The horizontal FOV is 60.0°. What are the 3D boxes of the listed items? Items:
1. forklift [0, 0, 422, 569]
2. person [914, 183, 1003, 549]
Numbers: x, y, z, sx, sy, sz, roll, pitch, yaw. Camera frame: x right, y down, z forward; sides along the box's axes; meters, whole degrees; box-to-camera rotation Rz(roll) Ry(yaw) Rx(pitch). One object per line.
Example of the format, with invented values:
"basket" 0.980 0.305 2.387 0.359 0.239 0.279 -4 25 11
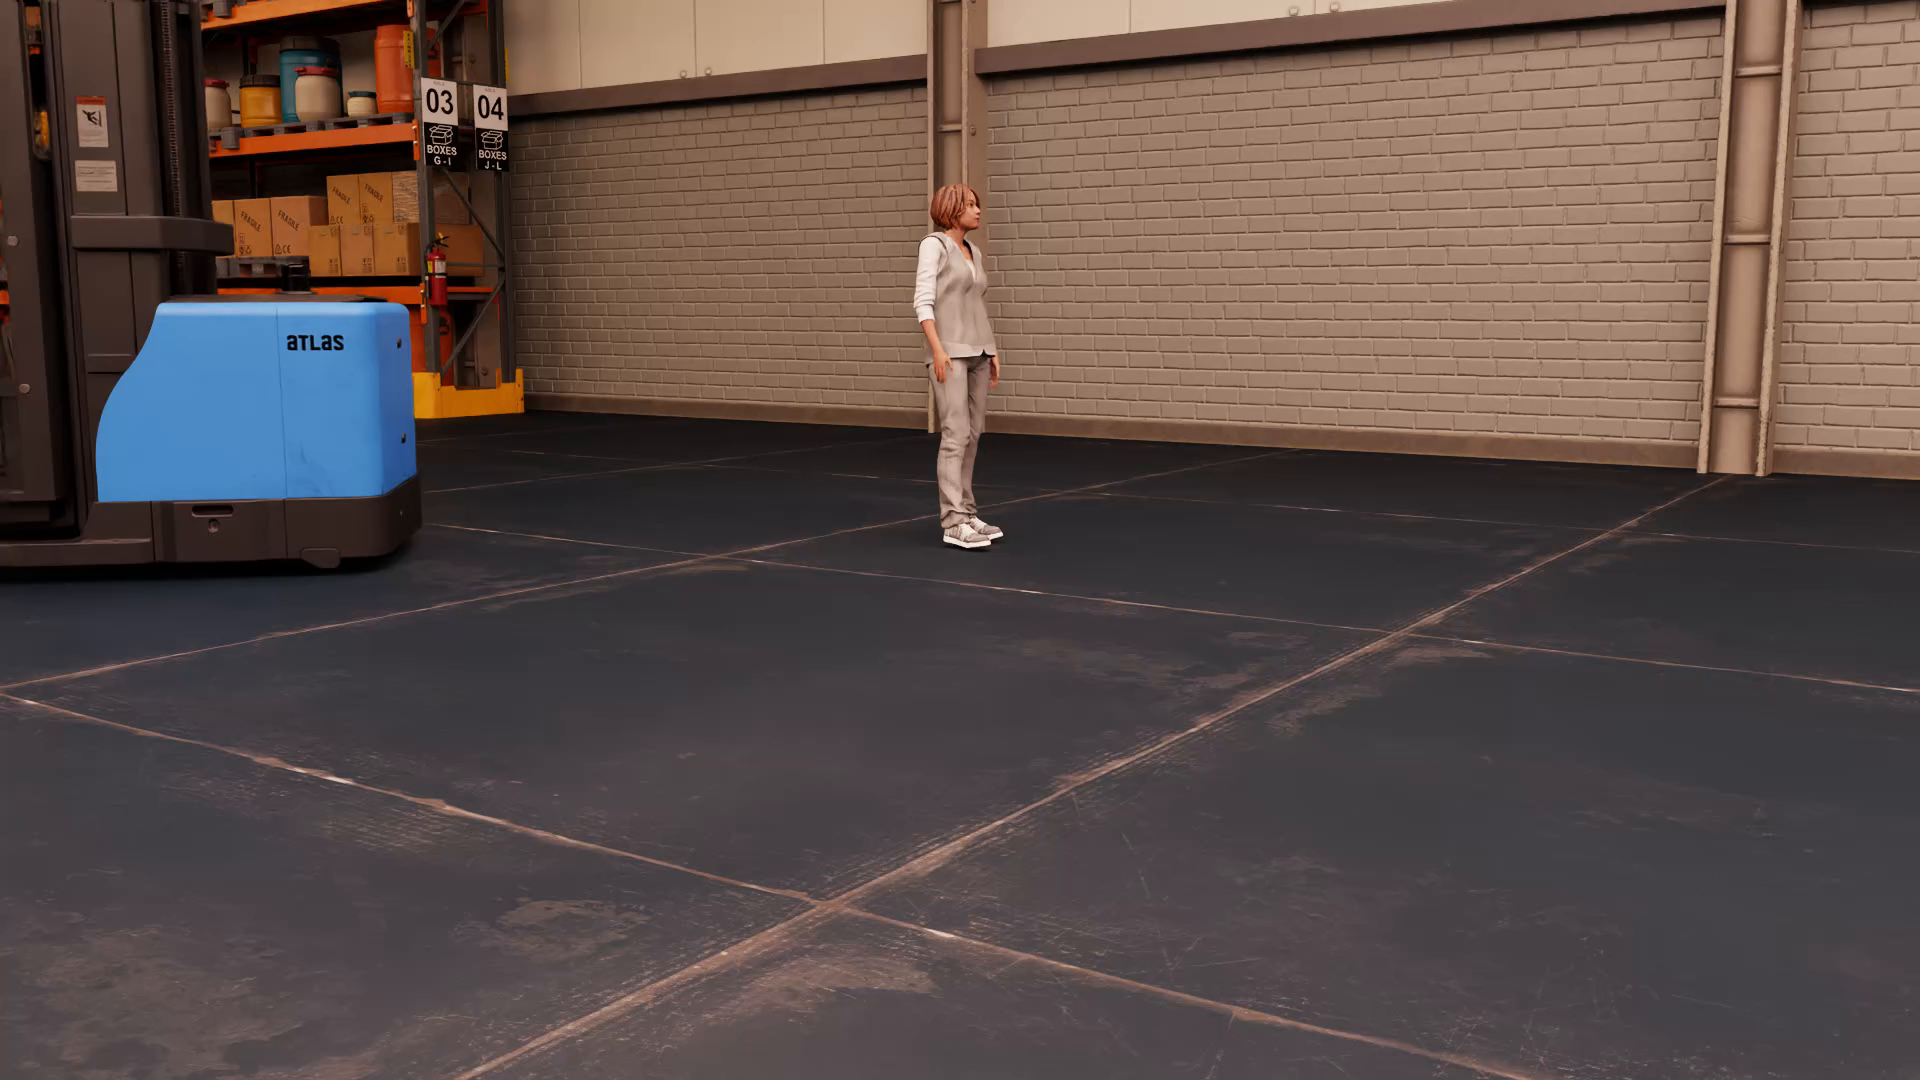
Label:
"forklift" -3.862 -1.350 6.685 3.031 2.935 1.130 -1 8 -10
"person" 0.053 -0.790 7.438 0.475 1.596 0.521 5 10 34
